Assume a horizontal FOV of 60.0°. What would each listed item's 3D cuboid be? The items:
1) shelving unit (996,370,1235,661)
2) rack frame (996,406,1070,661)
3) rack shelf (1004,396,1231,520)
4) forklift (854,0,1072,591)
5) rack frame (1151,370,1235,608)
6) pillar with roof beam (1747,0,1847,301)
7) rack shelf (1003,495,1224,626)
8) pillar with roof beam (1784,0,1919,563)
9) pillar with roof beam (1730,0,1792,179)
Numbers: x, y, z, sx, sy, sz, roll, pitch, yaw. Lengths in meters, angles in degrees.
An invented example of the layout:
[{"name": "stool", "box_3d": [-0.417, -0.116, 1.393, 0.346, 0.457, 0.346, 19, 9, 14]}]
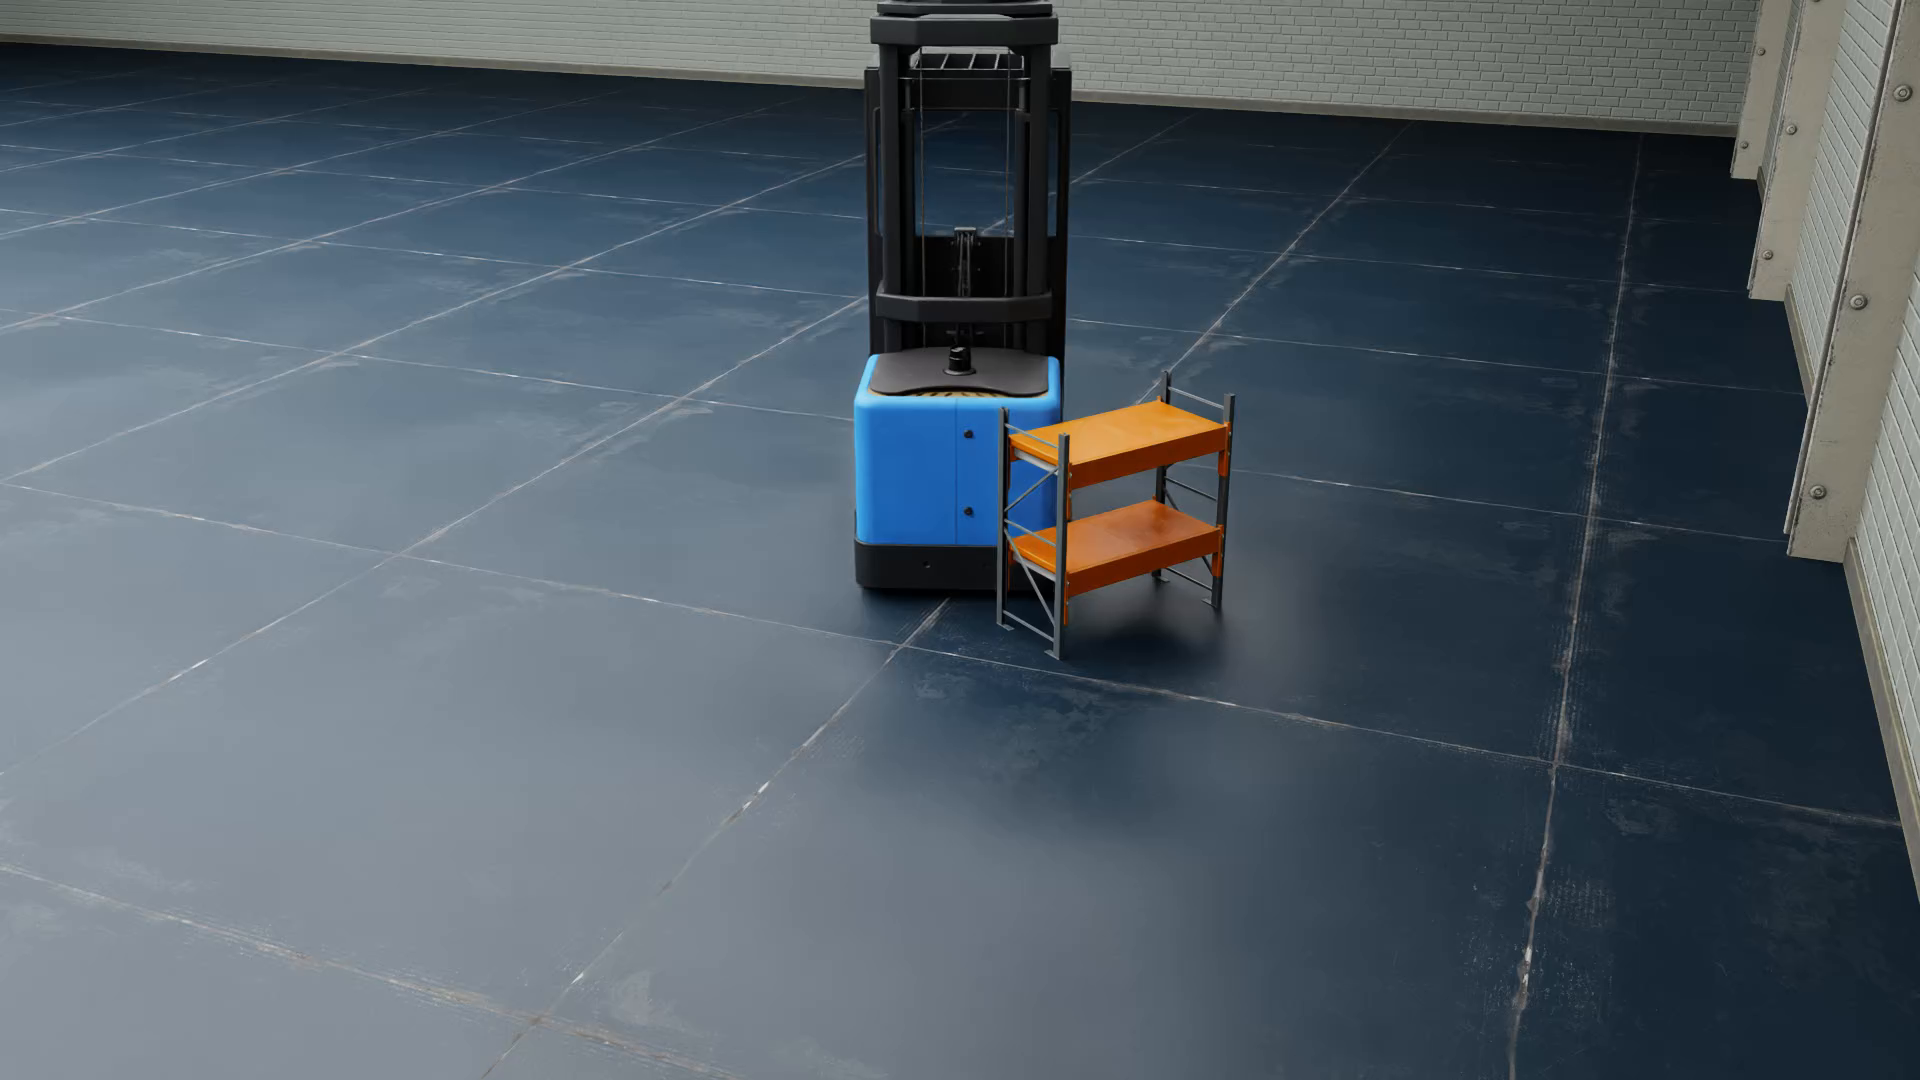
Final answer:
[{"name": "shelving unit", "box_3d": [0.753, -0.141, 8.129, 1.048, 1.125, 0.538, -15, 27, -32]}, {"name": "rack frame", "box_3d": [0.337, -0.029, 7.859, 0.032, 1.125, 0.500, -15, 27, -32]}, {"name": "rack shelf", "box_3d": [0.753, -0.412, 8.016, 1.000, 0.278, 0.538, -15, 27, -32]}, {"name": "forklift", "box_3d": [0.054, -1.617, 9.319, 1.130, 2.935, 3.031, 1, 23, 2]}, {"name": "rack frame", "box_3d": [1.169, -0.254, 8.399, 0.032, 1.125, 0.500, -15, 27, -32]}, {"name": "pillar with roof beam", "box_3d": [2.952, -6.880, 14.046, 9.100, 9.000, 0.400, 9, 24, 20]}, {"name": "rack shelf", "box_3d": [0.753, 0.084, 8.223, 1.000, 0.278, 0.538, -15, 27, -32]}, {"name": "pillar with roof beam", "box_3d": [0.723, -4.733, 8.906, 9.100, 9.000, 0.400, 9, 24, 20]}, {"name": "pillar with roof beam", "box_3d": [5.180, -9.027, 19.187, 9.100, 9.000, 0.400, 9, 24, 20]}]
